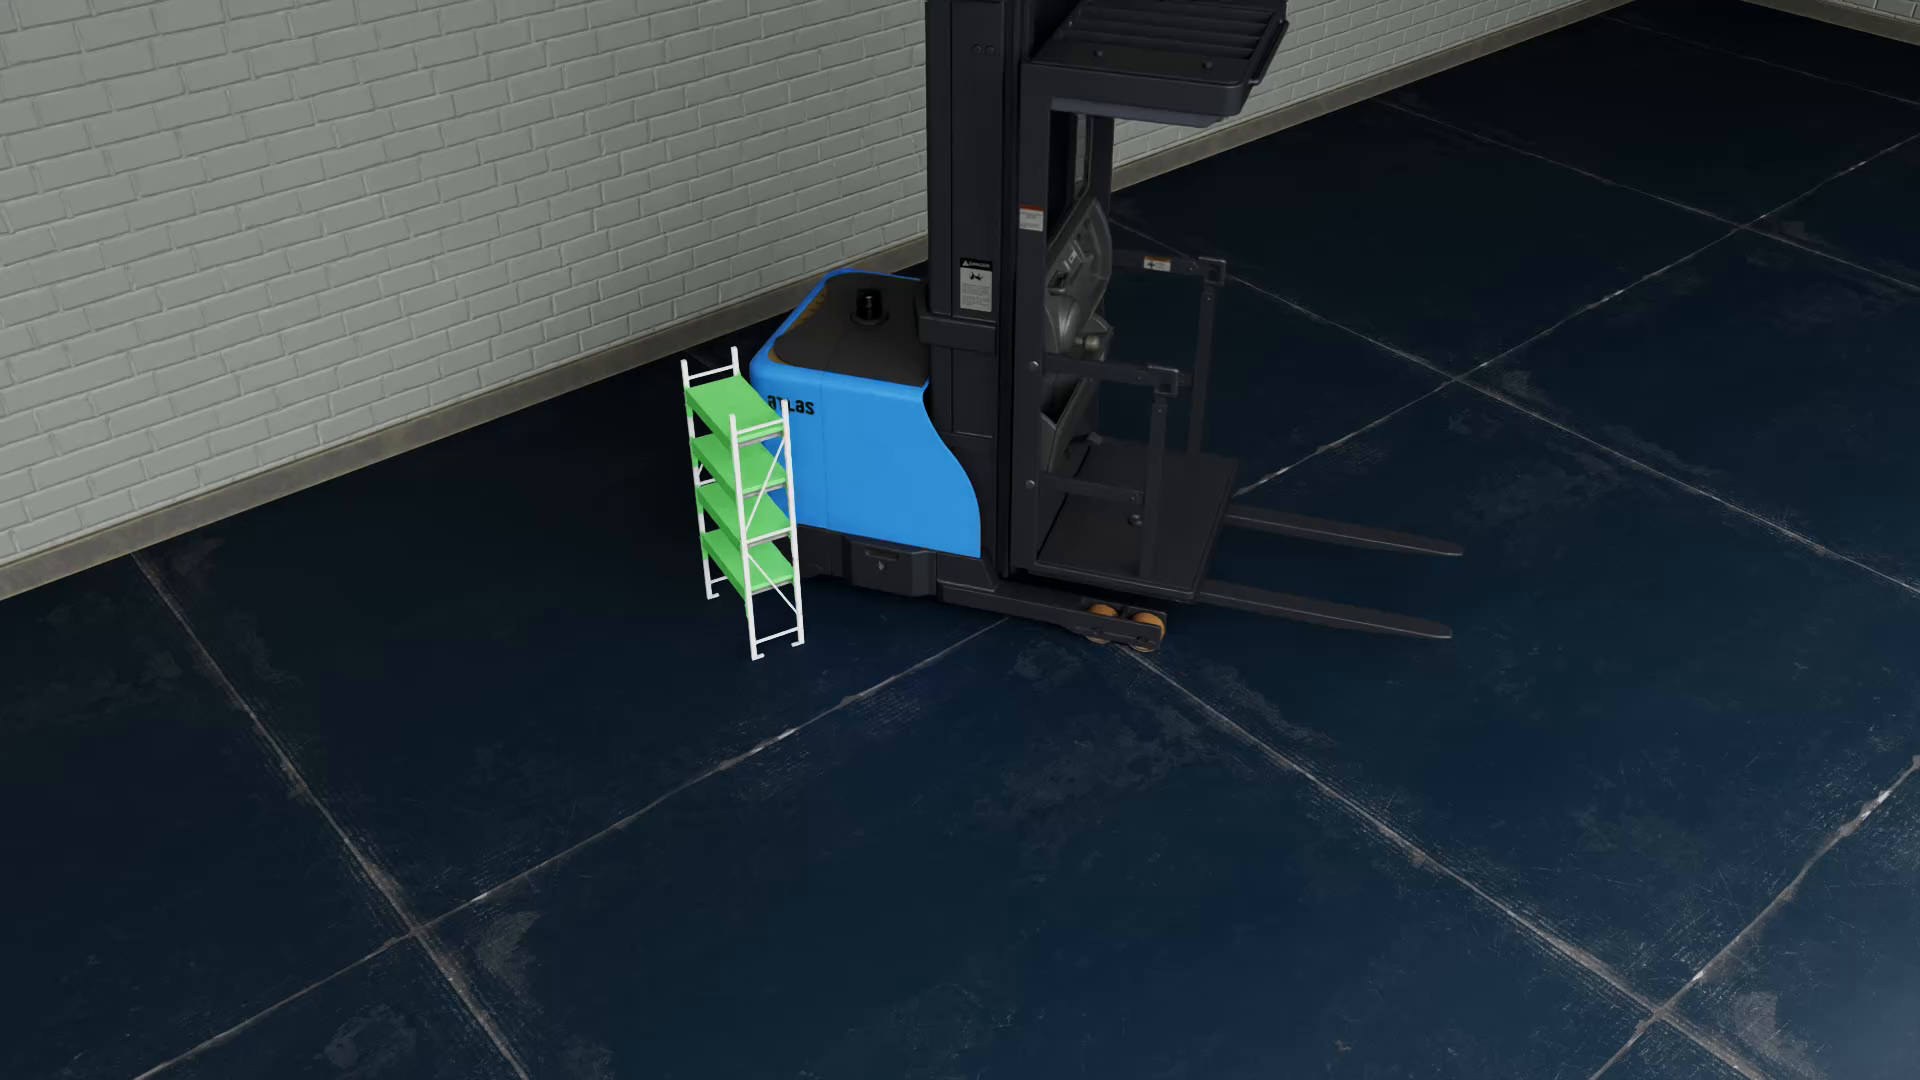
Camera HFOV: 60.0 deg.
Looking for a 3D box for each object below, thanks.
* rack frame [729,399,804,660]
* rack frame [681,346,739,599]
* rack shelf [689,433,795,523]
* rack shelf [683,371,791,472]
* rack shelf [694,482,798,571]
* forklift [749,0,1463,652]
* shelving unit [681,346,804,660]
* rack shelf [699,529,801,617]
[{"bbox_3d":[-0.776,-0.018,6.738,0.240,1.200,0.015,-18,39,-24],"label":"rack frame"},{"bbox_3d":[-1.017,-0.263,7.084,0.240,1.200,0.015,-18,39,-24],"label":"rack frame"},{"bbox_3d":[-0.896,-0.285,6.809,0.258,0.148,0.480,-18,39,-24],"label":"rack shelf"},{"bbox_3d":[-0.896,-0.480,6.670,0.258,0.148,0.480,-18,39,-24],"label":"rack shelf"},{"bbox_3d":[-0.896,-0.089,6.948,0.258,0.148,0.480,-18,39,-24],"label":"rack shelf"},{"bbox_3d":[0.672,-1.065,6.718,3.031,2.935,1.130,11,37,14],"label":"forklift"},{"bbox_3d":[-0.896,-0.141,6.911,0.258,1.200,0.503,-18,39,-24],"label":"shelving unit"},{"bbox_3d":[-0.896,0.107,7.086,0.258,0.148,0.480,-18,39,-24],"label":"rack shelf"}]
